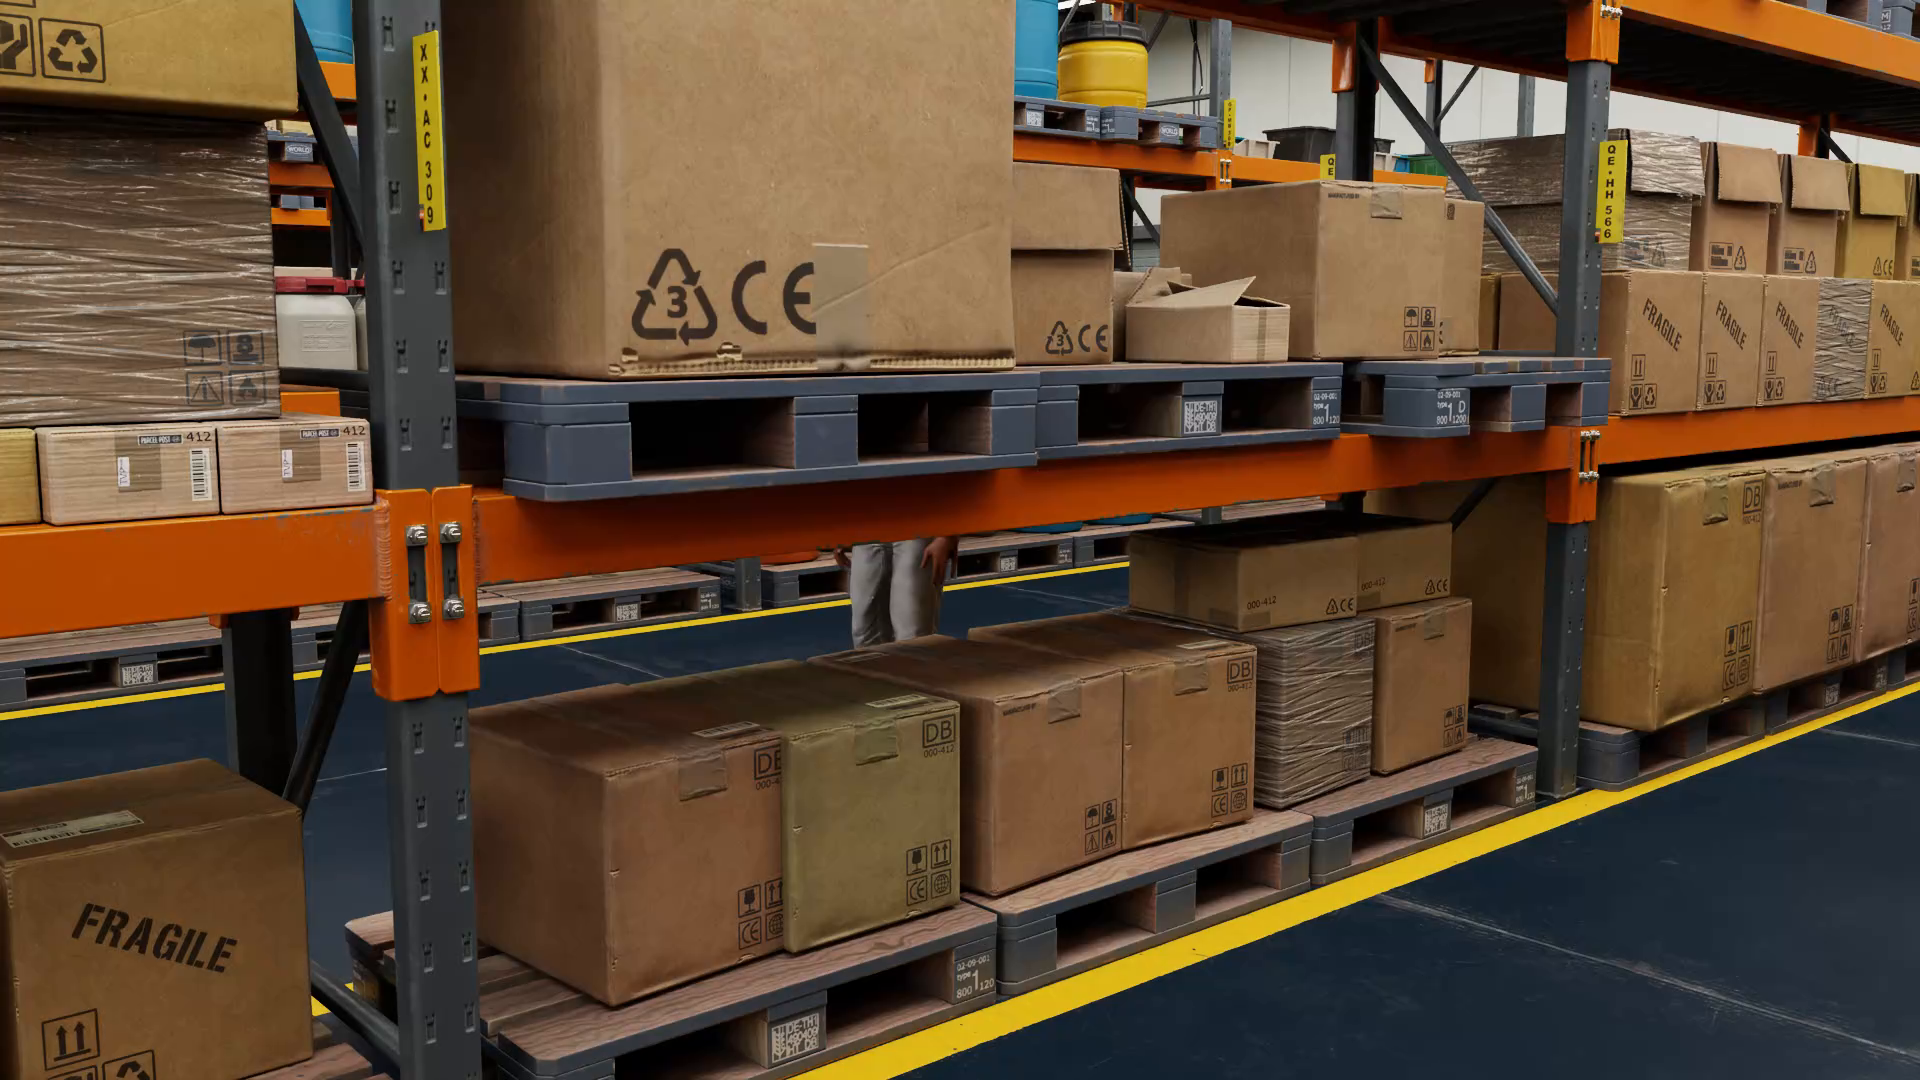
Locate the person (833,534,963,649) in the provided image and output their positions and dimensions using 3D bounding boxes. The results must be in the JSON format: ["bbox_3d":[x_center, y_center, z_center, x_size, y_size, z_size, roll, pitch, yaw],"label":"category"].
[{"bbox_3d":[-0.226,-0.037,5.996,0.458,1.761,0.629,-7,10,-43],"label":"person"}]
